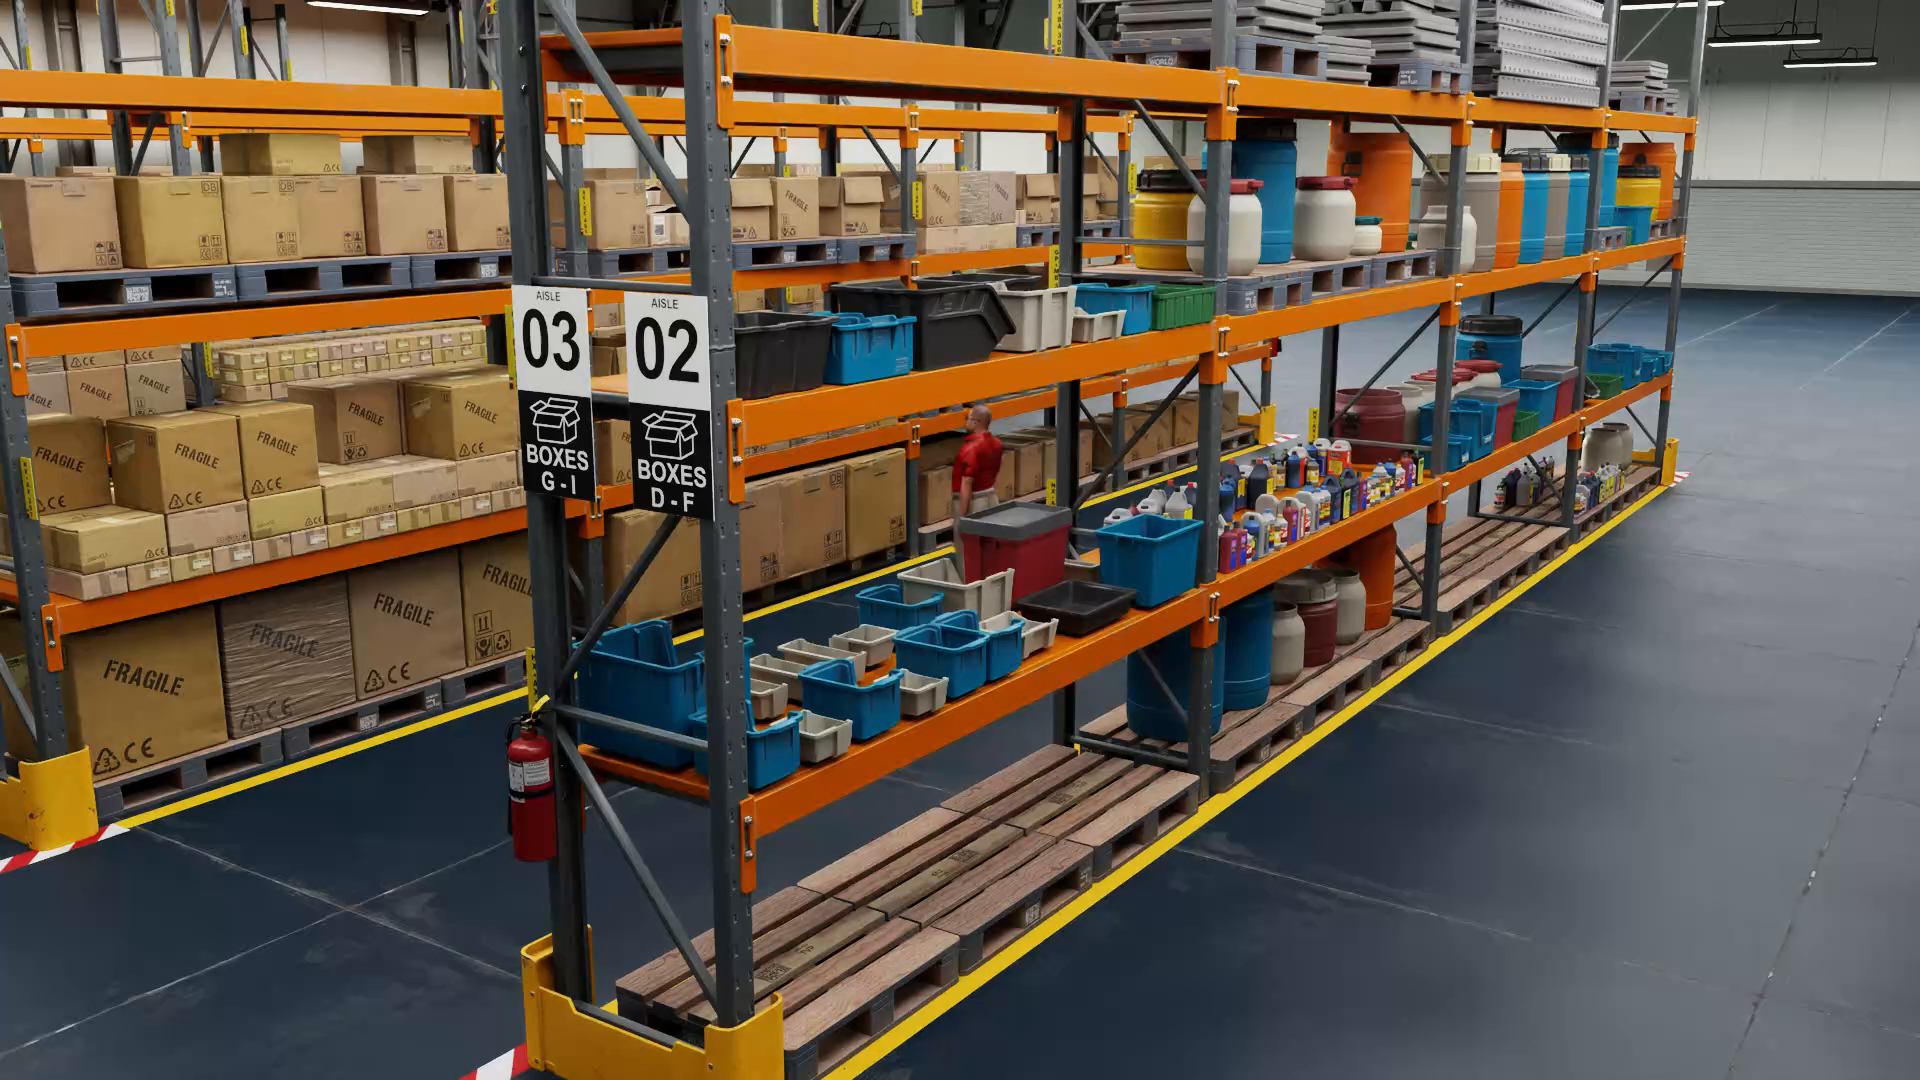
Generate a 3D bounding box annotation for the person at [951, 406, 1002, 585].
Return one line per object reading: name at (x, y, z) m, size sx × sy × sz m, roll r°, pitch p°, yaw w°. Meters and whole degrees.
person at (0.099, -0.231, 13.470) m, size 0.386 × 1.737 × 0.567 m, roll 9°, pitch 15°, yaw 33°
